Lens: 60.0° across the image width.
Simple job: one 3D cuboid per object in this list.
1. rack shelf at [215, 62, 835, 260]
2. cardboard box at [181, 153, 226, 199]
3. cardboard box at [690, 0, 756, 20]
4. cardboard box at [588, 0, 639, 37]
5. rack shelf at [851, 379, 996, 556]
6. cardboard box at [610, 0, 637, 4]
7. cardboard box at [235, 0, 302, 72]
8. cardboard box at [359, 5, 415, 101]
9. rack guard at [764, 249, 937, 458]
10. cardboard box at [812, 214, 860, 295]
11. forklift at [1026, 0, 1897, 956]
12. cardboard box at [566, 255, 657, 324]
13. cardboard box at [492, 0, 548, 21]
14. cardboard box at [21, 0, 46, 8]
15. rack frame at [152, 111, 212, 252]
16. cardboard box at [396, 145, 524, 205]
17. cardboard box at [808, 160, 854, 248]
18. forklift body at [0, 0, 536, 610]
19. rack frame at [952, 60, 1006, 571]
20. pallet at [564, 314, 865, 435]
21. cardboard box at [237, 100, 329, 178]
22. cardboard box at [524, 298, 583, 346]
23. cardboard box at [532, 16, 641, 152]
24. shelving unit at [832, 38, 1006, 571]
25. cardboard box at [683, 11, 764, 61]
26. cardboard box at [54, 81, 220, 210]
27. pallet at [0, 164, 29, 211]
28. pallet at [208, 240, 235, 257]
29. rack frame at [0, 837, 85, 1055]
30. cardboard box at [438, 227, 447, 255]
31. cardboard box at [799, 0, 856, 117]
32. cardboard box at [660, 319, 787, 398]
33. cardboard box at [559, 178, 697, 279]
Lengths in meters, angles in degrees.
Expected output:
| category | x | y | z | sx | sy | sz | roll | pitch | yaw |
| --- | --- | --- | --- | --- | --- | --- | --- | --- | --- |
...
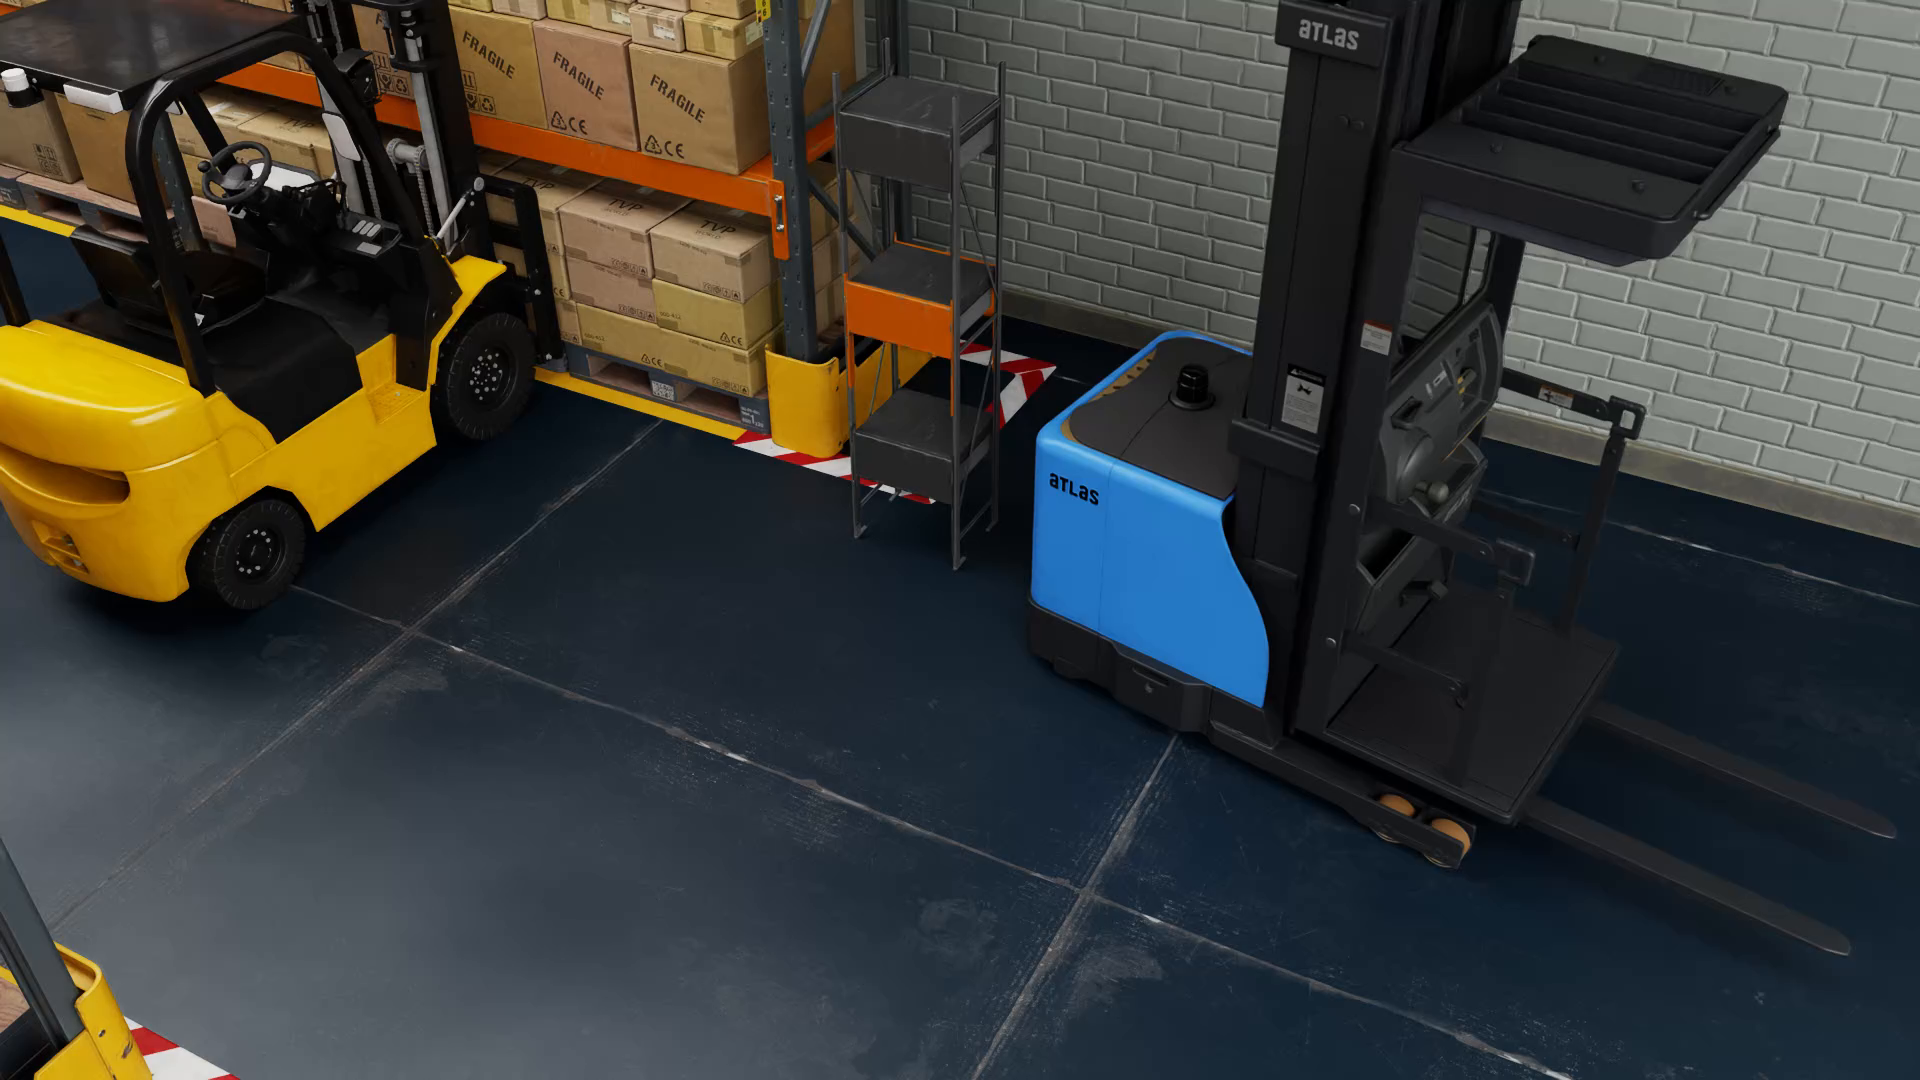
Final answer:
| category | x | y | z | sx | sy | sz | roll | pitch | yaw |
| --- | --- | --- | --- | --- | --- | --- | --- | --- | --- |
| rack shelf | -2.290 | -2.199 | 8.261 | 4.000 | 0.370 | 1.077 | 17 | 41 | 21 |
| cardboard box | -3.778 | -2.013 | 8.934 | 0.500 | 0.250 | 0.500 | 17 | 40 | 21 |
| cardboard box | -0.929 | -2.333 | 6.977 | 0.250 | 0.149 | 0.380 | 17 | 41 | 22 |
| cardboard box | -1.394 | -2.334 | 7.225 | 0.250 | 0.149 | 0.380 | 18 | 41 | 22 |
| rack shelf | -0.147 | -0.314 | 7.107 | 0.480 | 0.518 | 0.431 | 17 | 41 | 21 |
| cardboard box | -1.407 | -2.443 | 7.122 | 0.250 | 0.149 | 0.380 | 18 | 41 | 22 |
| cardboard box | -3.322 | -2.682 | 8.220 | 0.500 | 0.500 | 0.500 | 18 | 41 | 22 |
| cardboard box | -2.435 | -2.391 | 7.836 | 0.500 | 0.500 | 0.500 | 18 | 41 | 22 |
| rack guard | -0.493 | -0.927 | 8.058 | 0.348 | 0.500 | 1.175 | 17 | 41 | 21 |
| cardboard box | -0.836 | -1.443 | 8.184 | 0.500 | 0.250 | 0.500 | 18 | 41 | 22 |
| forklift | 1.746 | -0.403 | 5.357 | 3.031 | 2.935 | 1.130 | 24 | 43 | 28 |
| cardboard box | -1.530 | -1.314 | 8.013 | 0.500 | 0.250 | 0.500 | 17 | 40 | 21 |
| cardboard box | -1.867 | -2.458 | 7.388 | 0.250 | 0.149 | 0.380 | 16 | 40 | 20 |
| cardboard box | -4.634 | -2.982 | 8.821 | 0.500 | 0.250 | 0.500 | 18 | 41 | 22 |
| rack frame | -4.066 | -3.042 | 8.776 | 0.127 | 3.000 | 1.000 | 17 | 41 | 21 |
| cardboard box | -2.422 | -1.779 | 8.213 | 0.500 | 0.250 | 0.500 | 17 | 40 | 21 |
| cardboard box | -0.854 | -1.635 | 8.023 | 0.500 | 0.250 | 0.500 | 17 | 40 | 21 |
| forklift body | -3.037 | -1.139 | 6.972 | 1.214 | 2.155 | 2.313 | 17 | 41 | 21 |
| rack frame | 0.070 | -0.814 | 6.586 | 0.015 | 2.100 | 0.400 | 17 | 41 | 21 |
| pallet | -1.212 | -1.009 | 8.405 | 1.213 | 0.211 | 1.003 | 17 | 41 | 21 |
| cardboard box | -3.331 | -2.062 | 8.585 | 0.500 | 0.250 | 0.500 | 17 | 41 | 22 |
| cardboard box | -1.954 | -1.250 | 8.343 | 0.500 | 0.250 | 0.500 | 18 | 41 | 22 |
| cardboard box | -1.528 | -2.115 | 7.472 | 0.500 | 0.500 | 0.500 | 19 | 41 | 23 |
| shelving unit | -0.147 | -0.882 | 6.676 | 0.503 | 2.100 | 0.431 | 17 | 41 | 21 |
| cardboard box | -0.951 | -2.174 | 7.014 | 0.250 | 0.149 | 0.380 | 18 | 41 | 22 |
| cardboard box | -4.534 | -2.402 | 9.551 | 0.625 | 0.625 | 0.875 | 19 | 41 | 23 |
| pallet | -5.826 | -2.454 | 10.308 | 1.213 | 0.211 | 1.003 | 17 | 41 | 21 |
| pallet | -3.379 | -1.688 | 9.299 | 1.213 | 0.211 | 1.003 | 17 | 41 | 21 |
| rack frame | -2.793 | 0.736 | 3.799 | 0.127 | 3.000 | 1.000 | 17 | 41 | 21 |
| cardboard box | -2.441 | -1.587 | 8.373 | 0.500 | 0.250 | 0.500 | 17 | 40 | 21 |
| cardboard box | -0.826 | -2.256 | 7.659 | 0.500 | 0.500 | 0.500 | 19 | 41 | 23 |
| cardboard box | -1.077 | -0.963 | 7.964 | 0.500 | 0.250 | 0.500 | 18 | 41 | 22 |
| cardboard box | -1.523 | -1.499 | 7.844 | 0.500 | 0.250 | 0.500 | 18 | 41 | 22 |
